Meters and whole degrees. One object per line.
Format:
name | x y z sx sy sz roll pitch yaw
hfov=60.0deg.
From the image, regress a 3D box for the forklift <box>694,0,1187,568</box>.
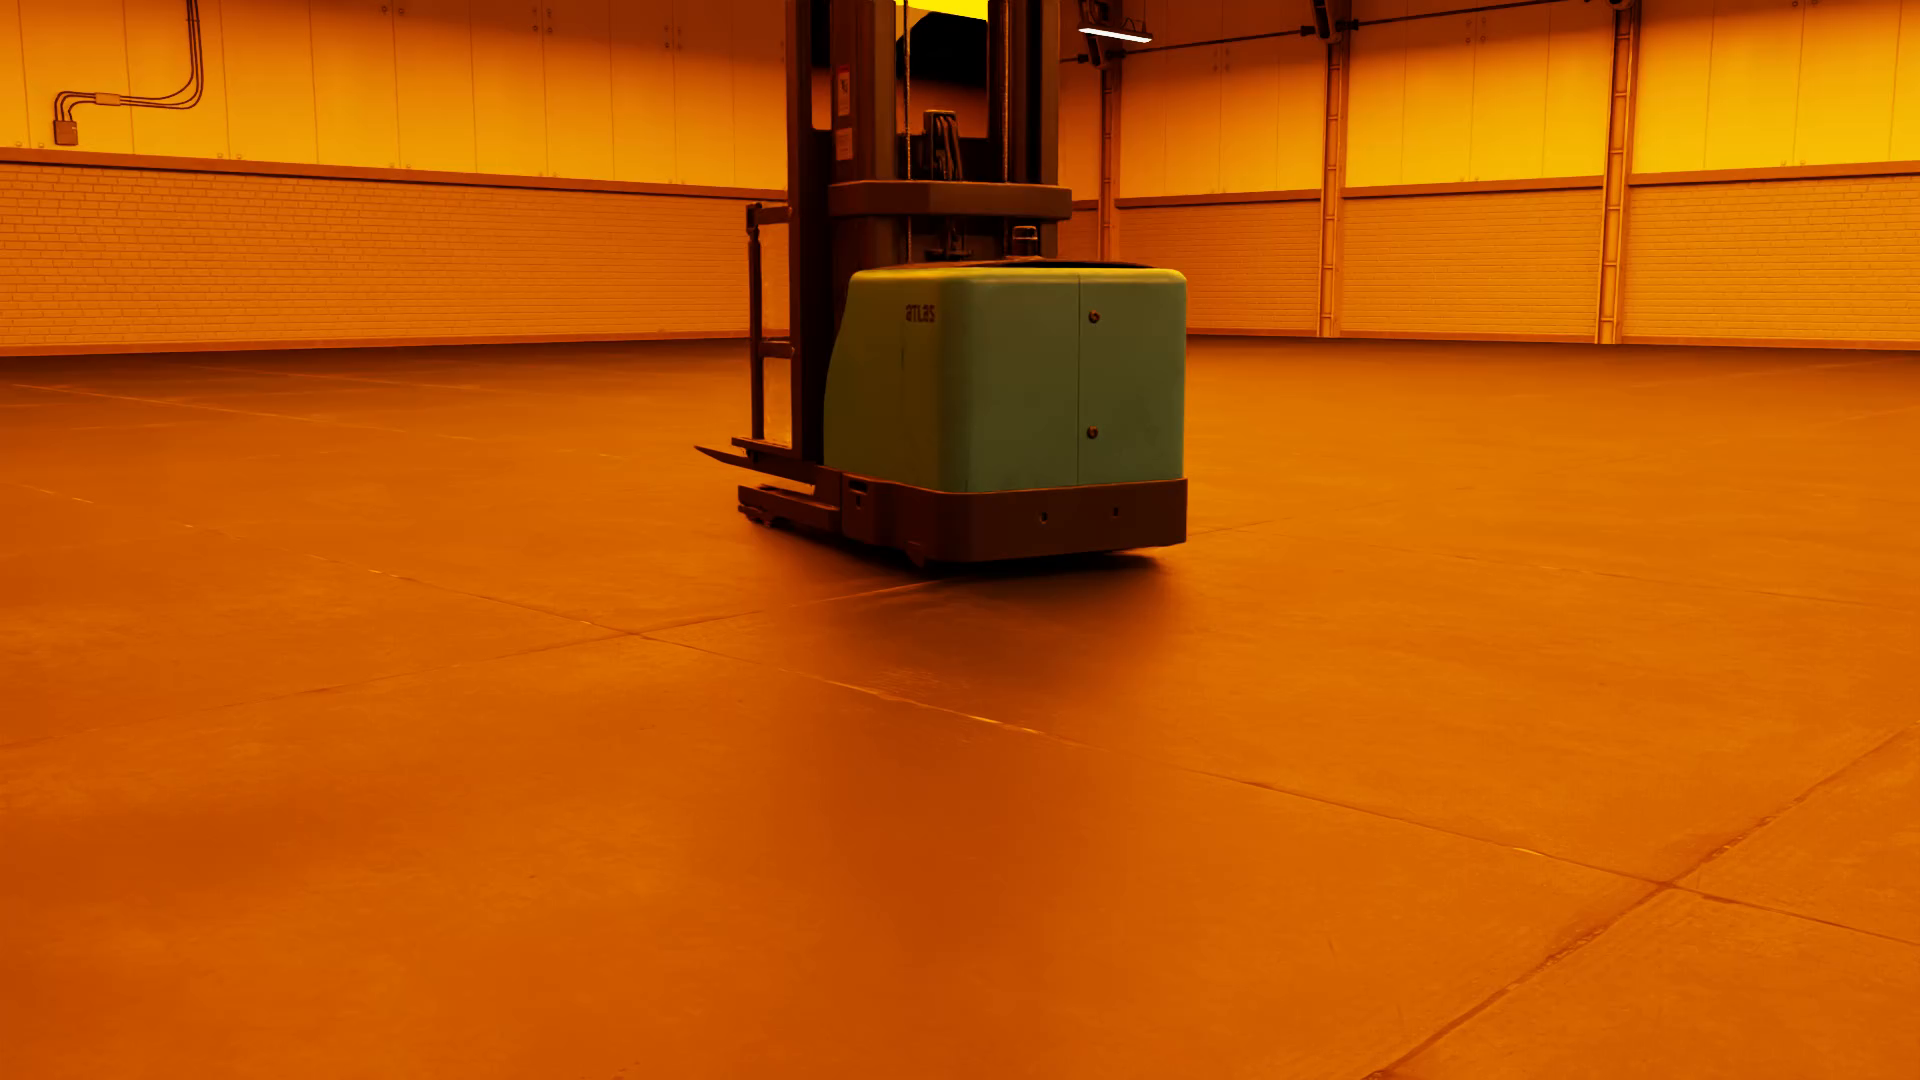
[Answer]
forklift | -0.311 -1.529 7.026 1.130 2.935 3.031 -5 10 -29
